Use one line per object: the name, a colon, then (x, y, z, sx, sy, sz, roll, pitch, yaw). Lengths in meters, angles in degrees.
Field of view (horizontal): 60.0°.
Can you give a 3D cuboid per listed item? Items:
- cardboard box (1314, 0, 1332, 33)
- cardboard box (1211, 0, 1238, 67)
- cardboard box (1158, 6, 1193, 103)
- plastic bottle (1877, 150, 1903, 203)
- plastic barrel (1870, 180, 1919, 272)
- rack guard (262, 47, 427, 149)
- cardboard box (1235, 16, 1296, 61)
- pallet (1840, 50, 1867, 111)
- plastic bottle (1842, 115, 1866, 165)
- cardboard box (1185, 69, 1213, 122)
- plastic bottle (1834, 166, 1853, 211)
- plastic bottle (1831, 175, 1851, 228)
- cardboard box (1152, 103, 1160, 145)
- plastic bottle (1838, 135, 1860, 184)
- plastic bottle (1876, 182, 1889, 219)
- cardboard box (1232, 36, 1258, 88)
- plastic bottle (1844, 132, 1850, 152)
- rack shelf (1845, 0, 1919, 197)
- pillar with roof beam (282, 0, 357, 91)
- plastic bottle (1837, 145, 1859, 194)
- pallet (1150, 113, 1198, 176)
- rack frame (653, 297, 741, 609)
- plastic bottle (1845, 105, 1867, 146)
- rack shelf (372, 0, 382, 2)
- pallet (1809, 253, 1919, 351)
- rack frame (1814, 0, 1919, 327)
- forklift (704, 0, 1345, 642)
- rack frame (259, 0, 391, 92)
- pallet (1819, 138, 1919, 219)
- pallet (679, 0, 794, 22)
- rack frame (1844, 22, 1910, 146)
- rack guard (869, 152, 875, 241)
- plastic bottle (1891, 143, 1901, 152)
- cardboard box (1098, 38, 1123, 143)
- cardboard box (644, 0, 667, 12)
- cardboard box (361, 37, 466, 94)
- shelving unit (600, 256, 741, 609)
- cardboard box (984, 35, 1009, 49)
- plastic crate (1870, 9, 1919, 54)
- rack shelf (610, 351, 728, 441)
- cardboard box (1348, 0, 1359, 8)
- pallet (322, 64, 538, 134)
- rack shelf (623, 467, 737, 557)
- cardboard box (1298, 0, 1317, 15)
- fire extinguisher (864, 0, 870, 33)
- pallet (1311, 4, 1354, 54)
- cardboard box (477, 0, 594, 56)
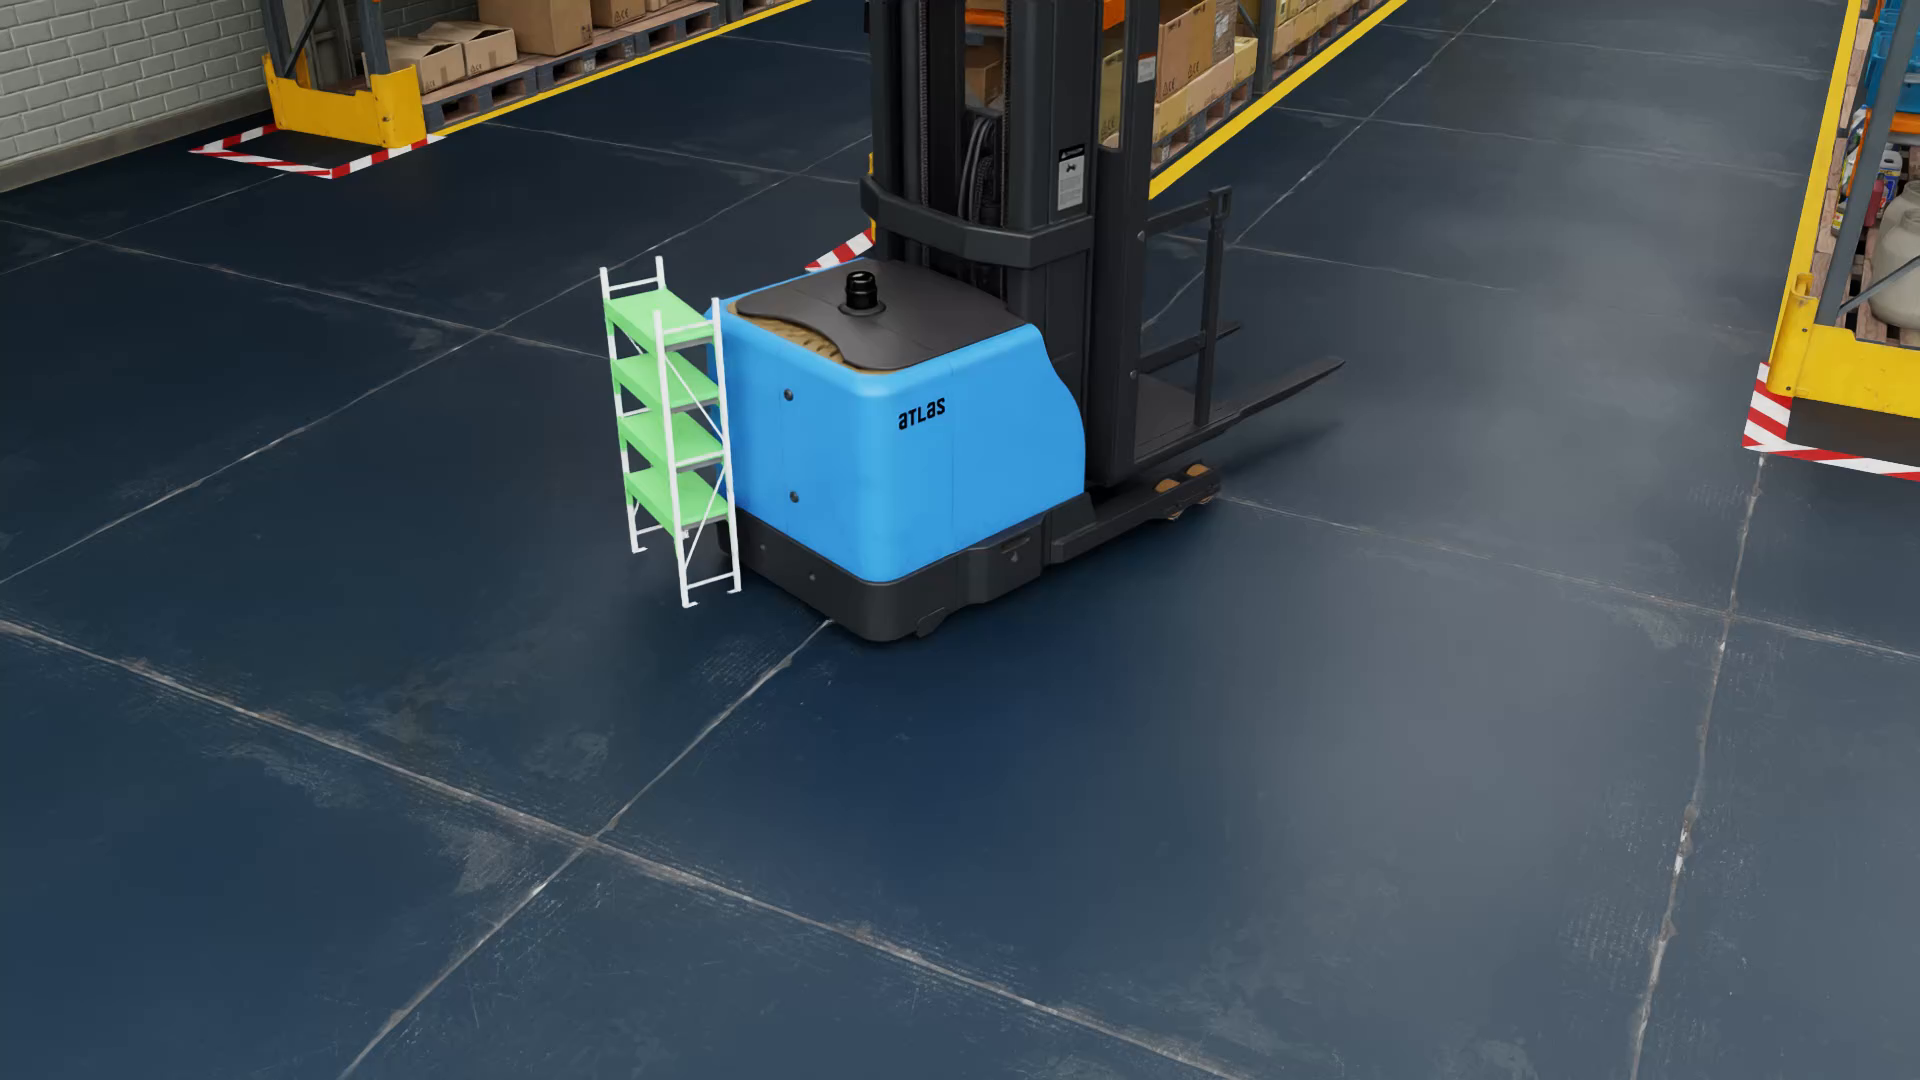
cardboard box: (2.756, -4.377, 13.699, 0.500, 0.250, 0.500, 13, 32, 22)
cardboard box: (1.629, -3.649, 11.678, 0.500, 0.500, 0.500, 14, 33, 23)
cardboard box: (1.190, -3.201, 10.899, 0.500, 0.500, 0.500, 14, 33, 23)
plastic bottle: (5.418, -2.134, 9.747, 0.152, 0.276, 0.135, 14, 33, 23)
plastic barrel: (4.930, -1.544, 8.503, 0.421, 0.512, 0.421, 0, 30, 0)
rack guard: (-4.315, -3.106, 11.658, 1.175, 0.500, 0.348, 14, 33, 23)
cardboard box: (2.288, -3.920, 12.904, 0.500, 0.250, 0.500, 13, 33, 22)
pallet: (7.170, -3.373, 12.412, 1.003, 0.211, 1.213, 14, 33, 23)
plastic bottle: (5.555, -2.461, 10.241, 0.144, 0.351, 0.185, 15, 33, 25)
cardboard box: (1.416, -3.098, 11.472, 0.500, 0.250, 0.500, 14, 33, 23)
plastic bottle: (5.118, -2.000, 9.513, 0.152, 0.276, 0.135, 13, 32, 22)
plastic bottle: (4.953, -1.892, 9.318, 0.061, 0.283, 0.133, 15, 33, 24)
cardboard box: (0.957, -2.656, 10.702, 0.500, 0.250, 0.500, 14, 33, 23)
plastic bottle: (5.356, -2.284, 10.002, 0.061, 0.283, 0.133, 16, 33, 25)
plastic bottle: (5.238, -1.947, 9.497, 0.097, 0.201, 0.097, 0, 30, 0)
cardboard box: (1.867, -3.542, 12.246, 0.500, 0.250, 0.500, 14, 33, 23)
plastic bottle: (5.664, -2.528, 10.508, 0.097, 0.201, 0.097, 0, 30, 0)
rack shelf: (5.381, -2.484, 8.786, 1.077, 0.370, 4.000, 14, 33, 23)
pillar with roof beam: (-0.969, -6.288, 8.664, 9.100, 9.000, 0.400, 14, 33, 23)
plastic bottle: (5.275, -2.189, 9.768, 0.144, 0.351, 0.185, 14, 33, 23)
pallet: (0.930, -2.713, 11.262, 1.003, 0.211, 1.213, 14, 33, 23)
rack frame: (-0.948, -0.295, 6.059, 0.240, 1.200, 0.015, -18, 34, -28)
plastic bottle: (5.756, -2.648, 10.648, 0.097, 0.271, 0.097, 0, 30, 0)
rack shelf: (-3.439, -4.731, 12.700, 1.077, 0.370, 4.000, 14, 33, 23)
pallet: (4.837, -1.103, 8.459, 1.003, 0.211, 1.213, 14, 33, 23)
rack frame: (4.470, -1.909, 7.063, 1.000, 3.000, 0.127, 14, 33, 23)
forklift: (0.464, -1.526, 6.463, 3.031, 2.935, 1.130, -25, 38, -36)
rack frame: (-4.350, -4.157, 10.976, 1.000, 3.000, 0.127, 14, 33, 23)
pallet: (5.949, -2.185, 10.343, 1.003, 0.211, 1.213, 14, 33, 23)
pallet: (-2.174, -5.066, 15.360, 1.003, 0.211, 1.213, 14, 33, 23)
rack frame: (6.292, -3.683, 10.151, 1.000, 3.000, 0.127, 14, 33, 23)
rack guard: (0.051, -1.940, 9.626, 1.175, 0.500, 0.348, 14, 33, 23)
plastic bottle: (5.683, -2.428, 10.185, 0.144, 0.351, 0.185, 14, 33, 23)
cardboard box: (0.730, -2.759, 10.129, 0.500, 0.500, 0.500, 14, 33, 23)
cardboard box: (-2.745, -4.648, 14.235, 0.380, 0.166, 0.250, 10, 31, 17)
cardboard box: (-3.954, -3.468, 12.035, 0.500, 0.311, 0.500, 11, 32, 18)
shelving unit: (-1.079, -0.398, 6.238, 0.258, 1.200, 0.503, -18, 34, -28)
cardboard box: (0.484, -3.101, 10.725, 0.500, 0.500, 0.500, 14, 33, 23)
plastic crate: (4.732, -2.421, 8.103, 0.499, 0.251, 0.408, 14, 33, 23)
rack shelf: (-1.079, -0.550, 6.150, 0.258, 0.148, 0.480, -18, 34, -28)
cardboard box: (3.220, -4.831, 14.489, 0.500, 0.250, 0.500, 15, 33, 24)
pallet: (-3.914, -3.333, 12.343, 1.003, 0.211, 1.213, 14, 33, 23)
rack shelf: (-1.078, -0.134, 6.389, 0.258, 0.148, 0.480, -18, 34, -28)
cardboard box: (2.527, -4.388, 13.156, 0.500, 0.311, 0.500, 14, 33, 23)
fire extinguisher: (-0.406, -3.054, 9.134, 0.296, 0.674, 0.183, 14, 33, 23)
pallet: (2.739, -4.477, 14.334, 1.003, 0.211, 1.213, 14, 33, 23)
cardboard box: (-3.316, -4.116, 12.975, 0.700, 0.500, 0.500, 12, 32, 20)
